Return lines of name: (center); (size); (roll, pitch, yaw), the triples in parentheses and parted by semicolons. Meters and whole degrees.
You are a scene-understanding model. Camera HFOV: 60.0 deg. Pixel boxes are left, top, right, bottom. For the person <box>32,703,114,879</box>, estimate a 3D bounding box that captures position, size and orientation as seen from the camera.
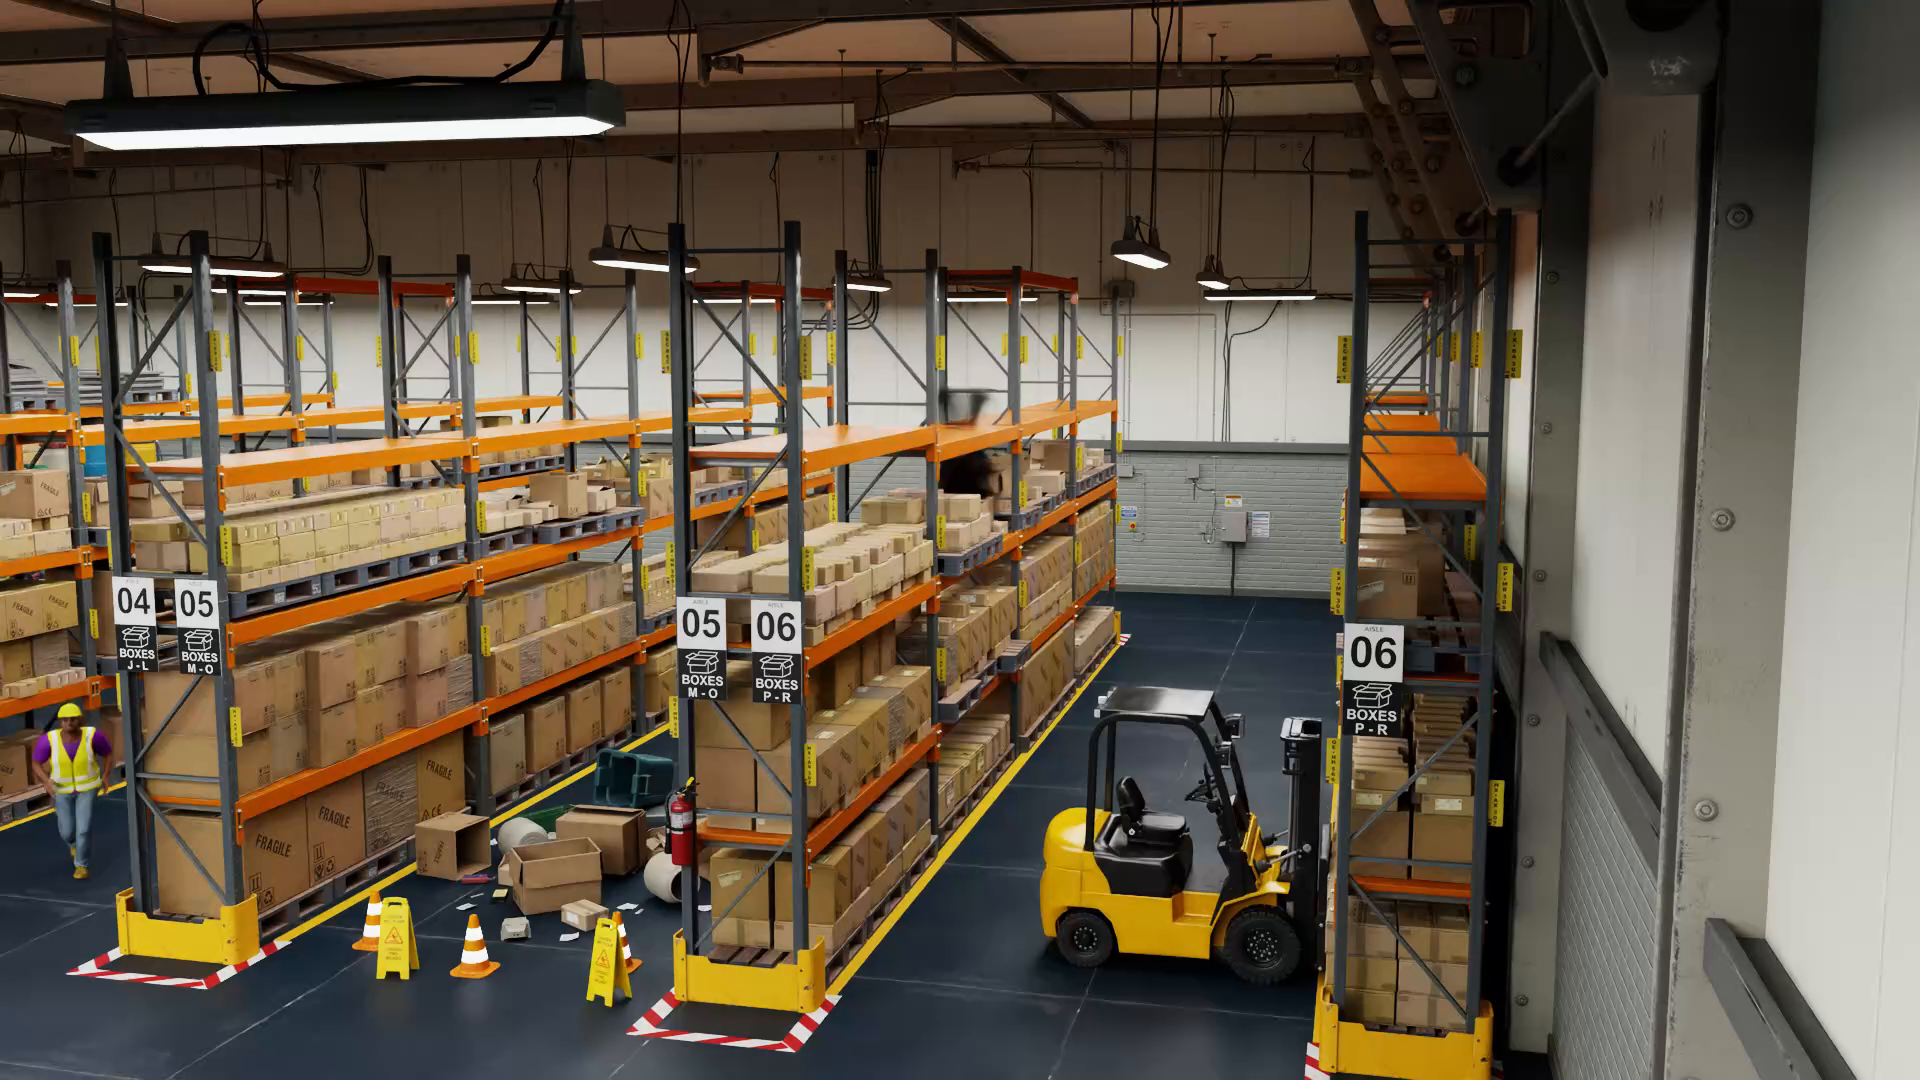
person: (-8.530, 2.383, 16.030); (0.700, 1.712, 0.689); (-3, 8, -22)
